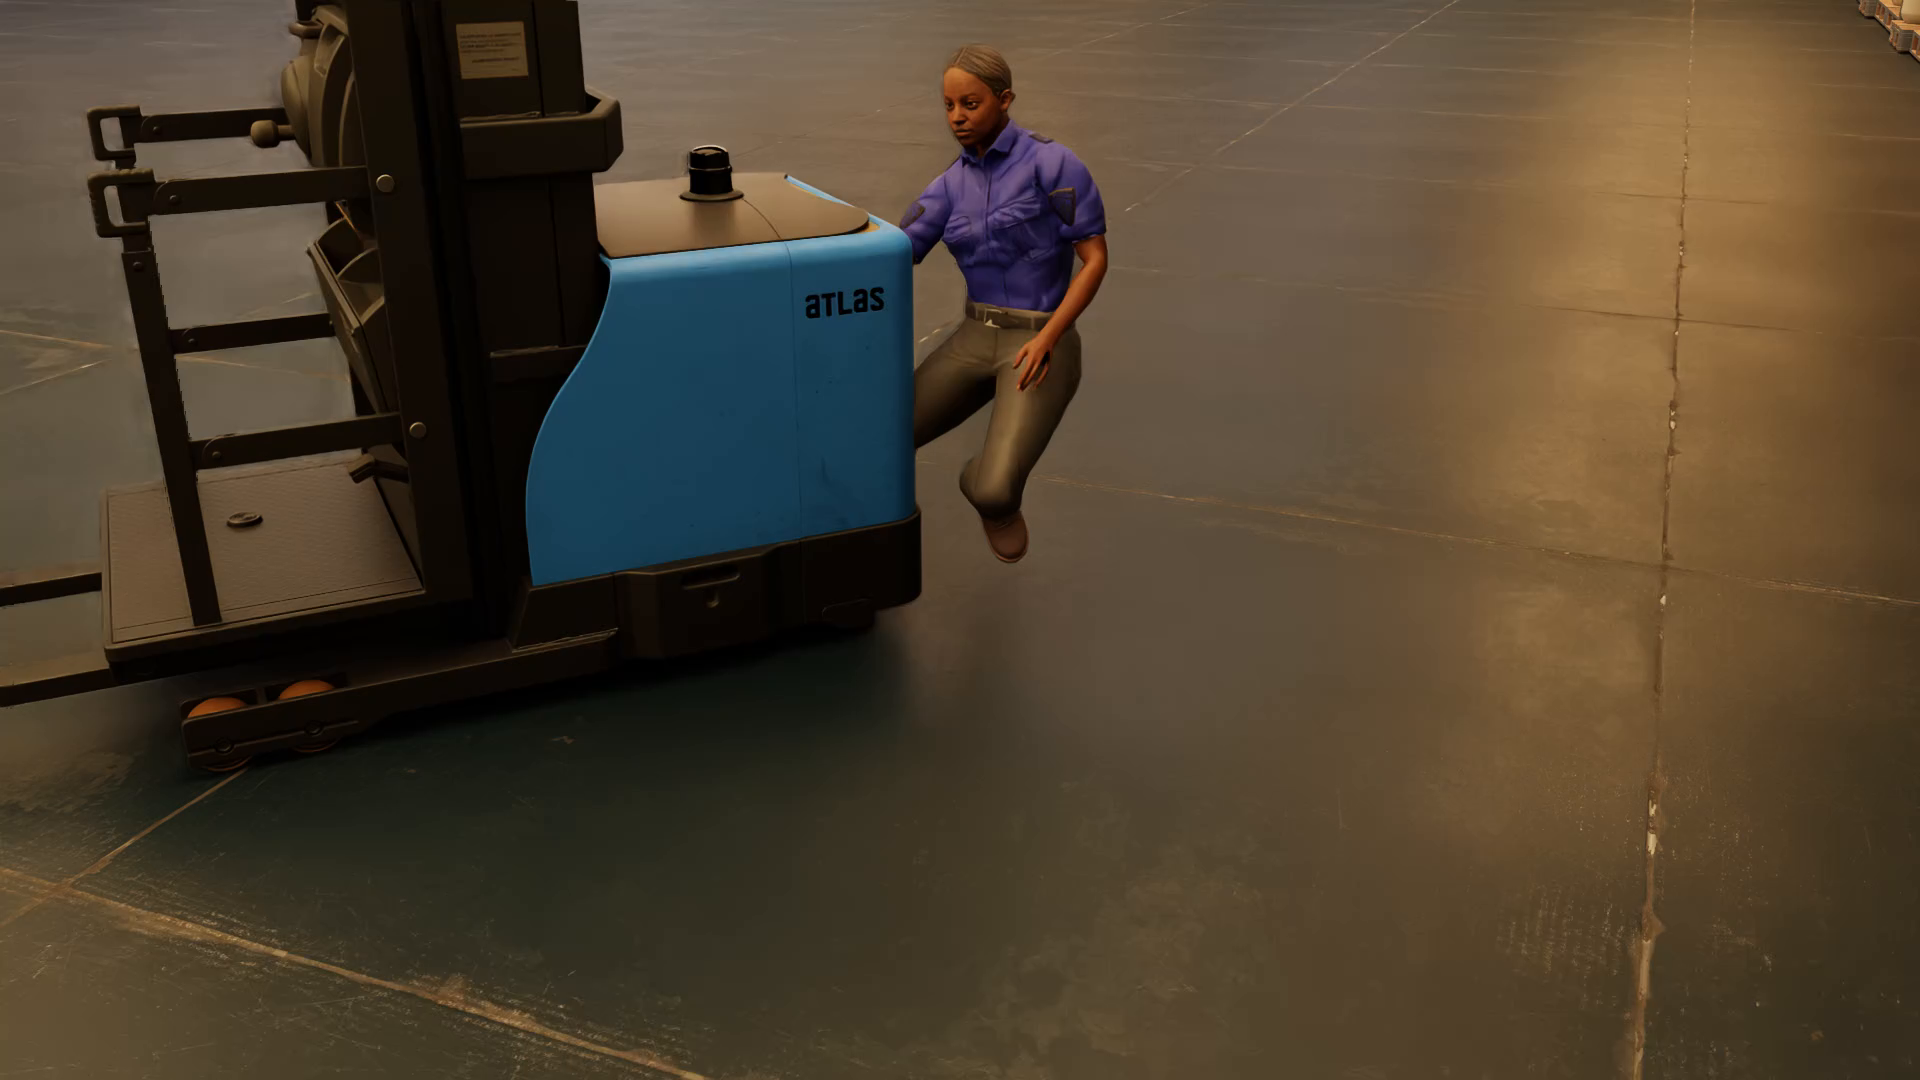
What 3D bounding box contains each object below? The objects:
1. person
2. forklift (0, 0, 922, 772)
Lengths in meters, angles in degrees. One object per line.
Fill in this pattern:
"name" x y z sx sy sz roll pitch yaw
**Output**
"person" -0.047 -0.483 4.282 0.717 1.507 0.655 17 28 35
"forklift" -1.661 -1.053 3.812 3.031 2.935 1.130 -11 25 -24
